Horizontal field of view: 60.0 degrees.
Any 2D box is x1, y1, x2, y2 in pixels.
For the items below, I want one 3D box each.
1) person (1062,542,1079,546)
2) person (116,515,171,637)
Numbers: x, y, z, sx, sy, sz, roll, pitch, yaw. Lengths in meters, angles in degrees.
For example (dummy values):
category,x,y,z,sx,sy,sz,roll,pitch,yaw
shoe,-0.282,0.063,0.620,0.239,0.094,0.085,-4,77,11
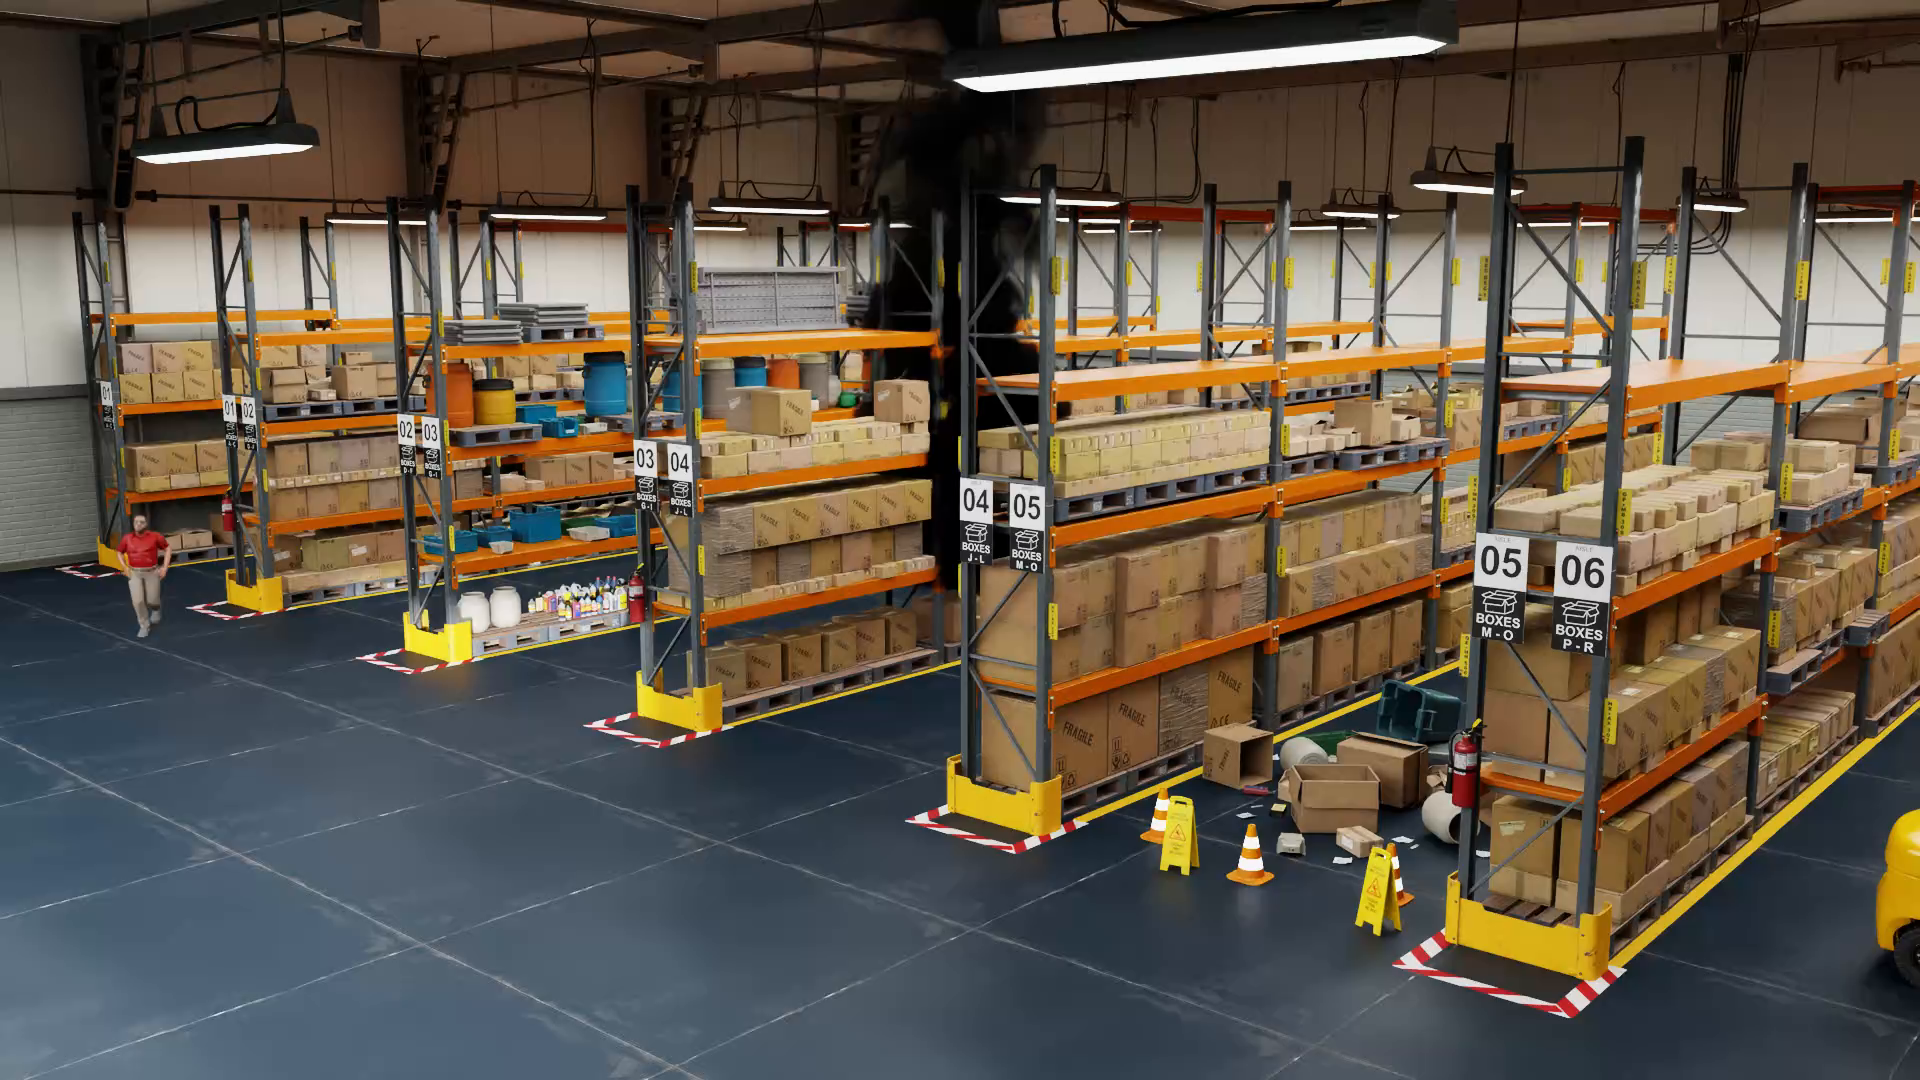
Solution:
category,x,y,z,sx,sy,sz,roll,pitch,yaw
person,1.239,0.809,19.257,0.666,1.801,0.903,6,11,33
person,-11.468,0.476,23.406,0.698,1.694,0.627,-4,10,-21
